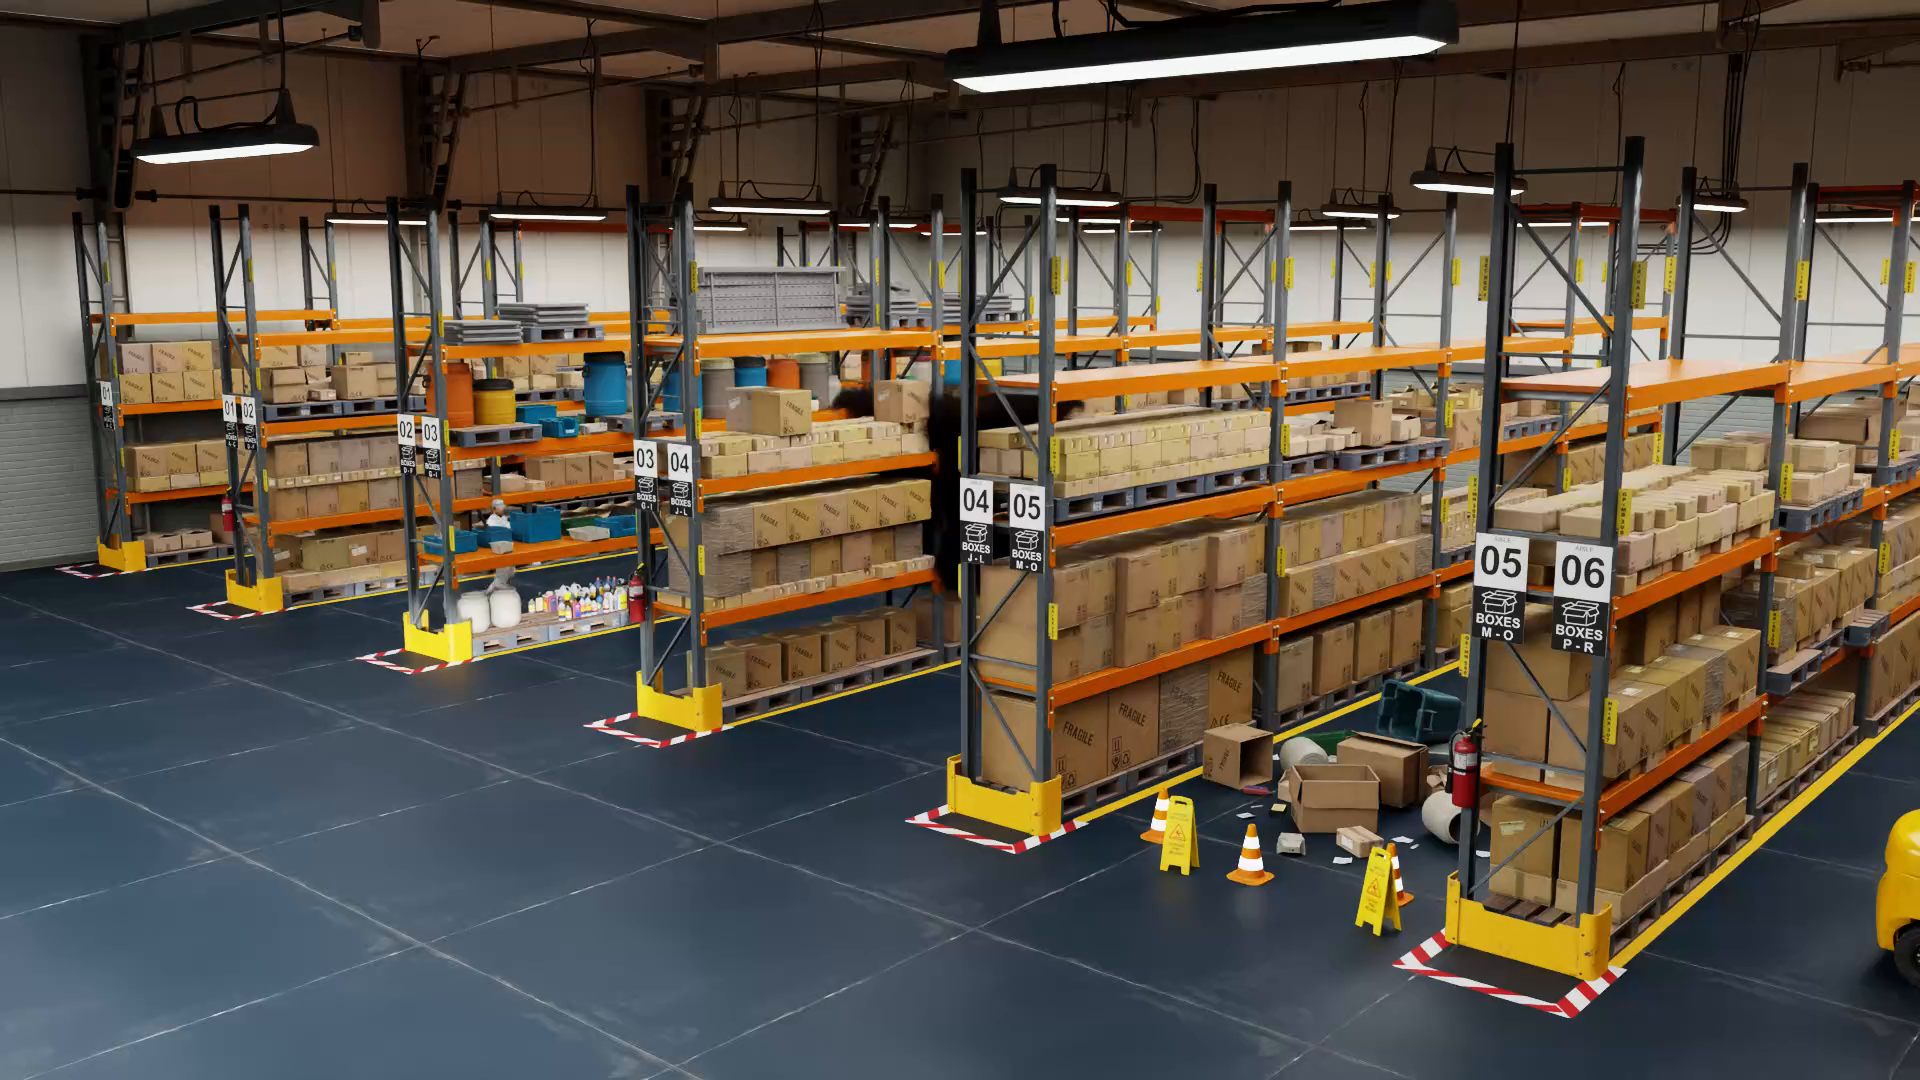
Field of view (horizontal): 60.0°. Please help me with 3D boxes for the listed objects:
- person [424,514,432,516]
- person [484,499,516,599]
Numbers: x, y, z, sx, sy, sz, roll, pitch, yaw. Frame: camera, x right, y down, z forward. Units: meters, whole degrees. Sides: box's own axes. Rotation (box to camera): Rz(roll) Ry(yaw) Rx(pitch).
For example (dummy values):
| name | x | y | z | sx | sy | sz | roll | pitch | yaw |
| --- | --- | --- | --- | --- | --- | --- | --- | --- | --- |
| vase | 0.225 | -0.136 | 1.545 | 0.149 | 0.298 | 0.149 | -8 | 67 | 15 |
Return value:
| name | x | y | z | sx | sy | sz | roll | pitch | yaw |
| --- | --- | --- | --- | --- | --- | --- | --- | --- | --- |
| person | -9.741 | -0.647 | 30.334 | 0.444 | 1.596 | 0.399 | -2 | 10 | -9 |
| person | -6.915 | 0.200 | 25.000 | 0.513 | 1.653 | 0.494 | -3 | 10 | -15 |
